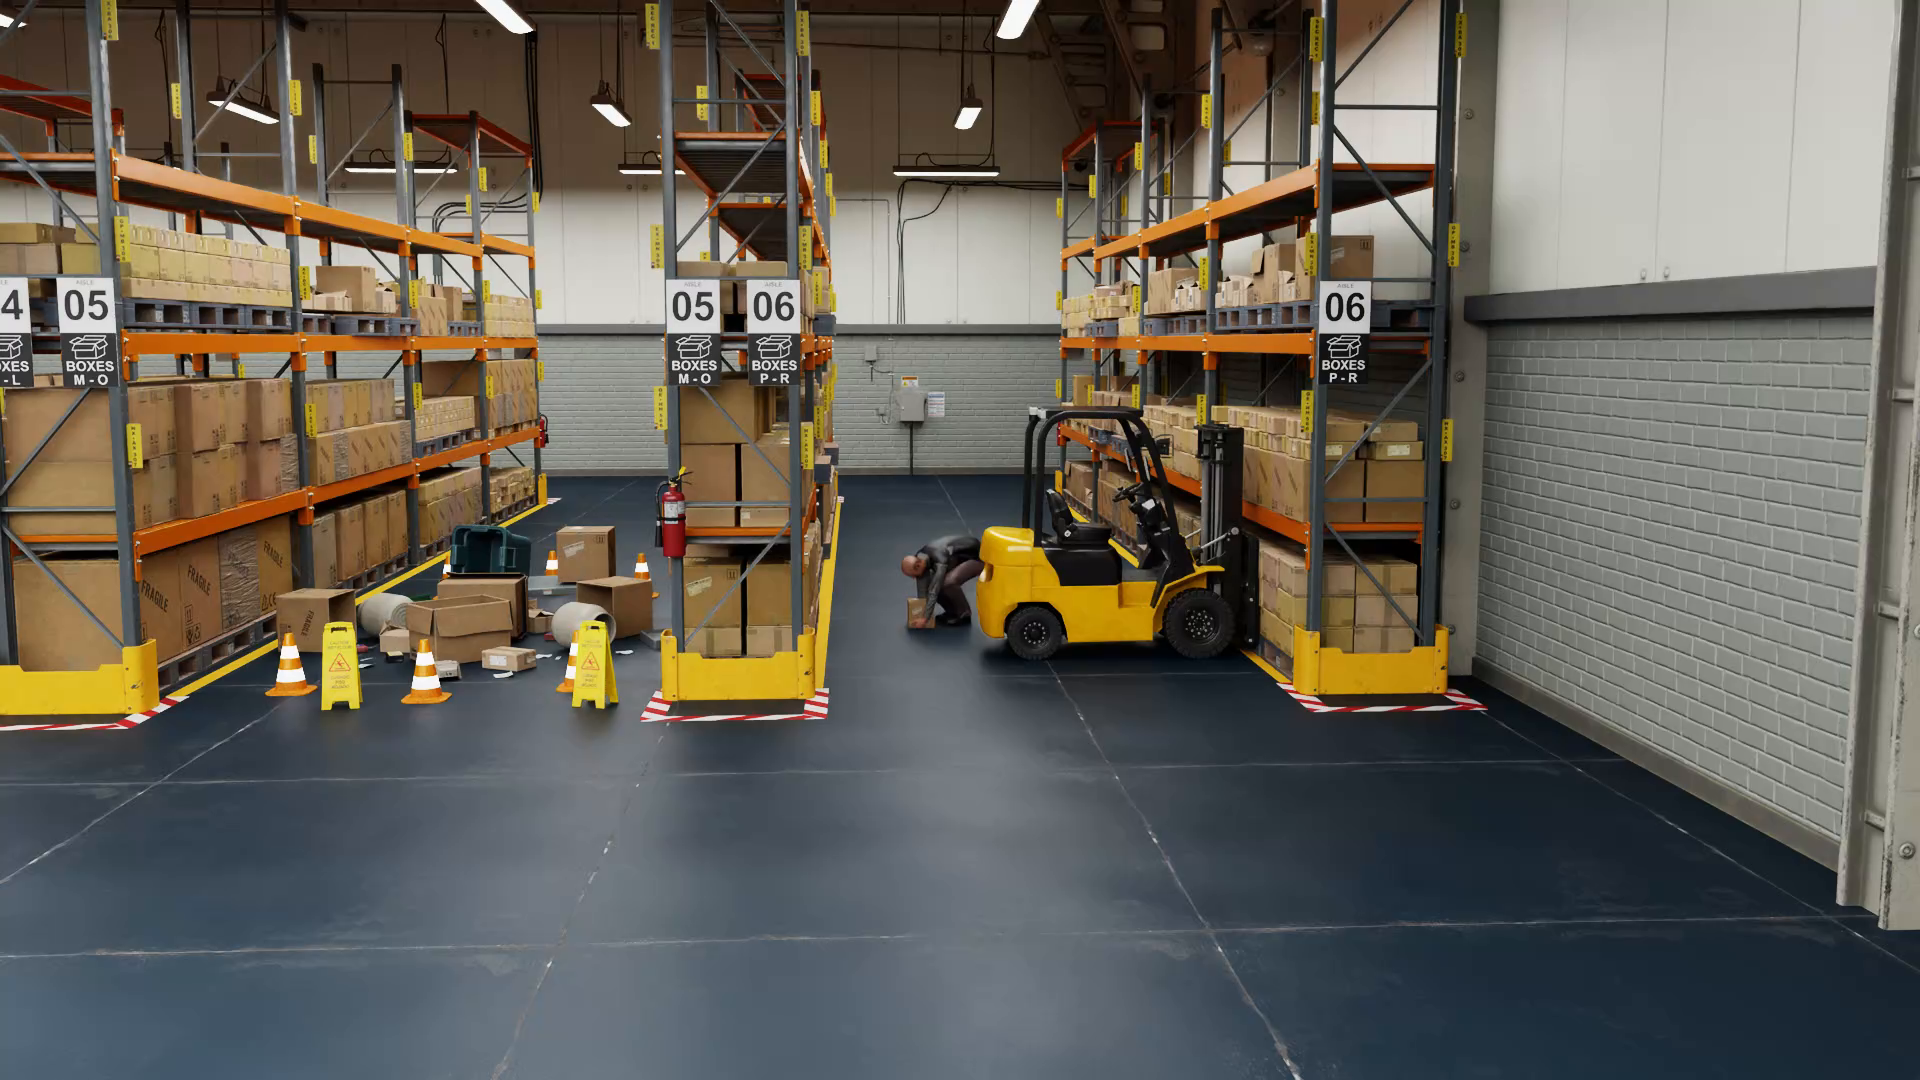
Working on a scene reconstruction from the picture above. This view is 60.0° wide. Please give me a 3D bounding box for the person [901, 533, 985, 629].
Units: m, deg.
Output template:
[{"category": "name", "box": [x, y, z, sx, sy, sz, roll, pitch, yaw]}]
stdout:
[{"category": "person", "box": [-0.164, 0.392, 16.226, 0.951, 0.885, 0.506, -5, 8, -35]}]
